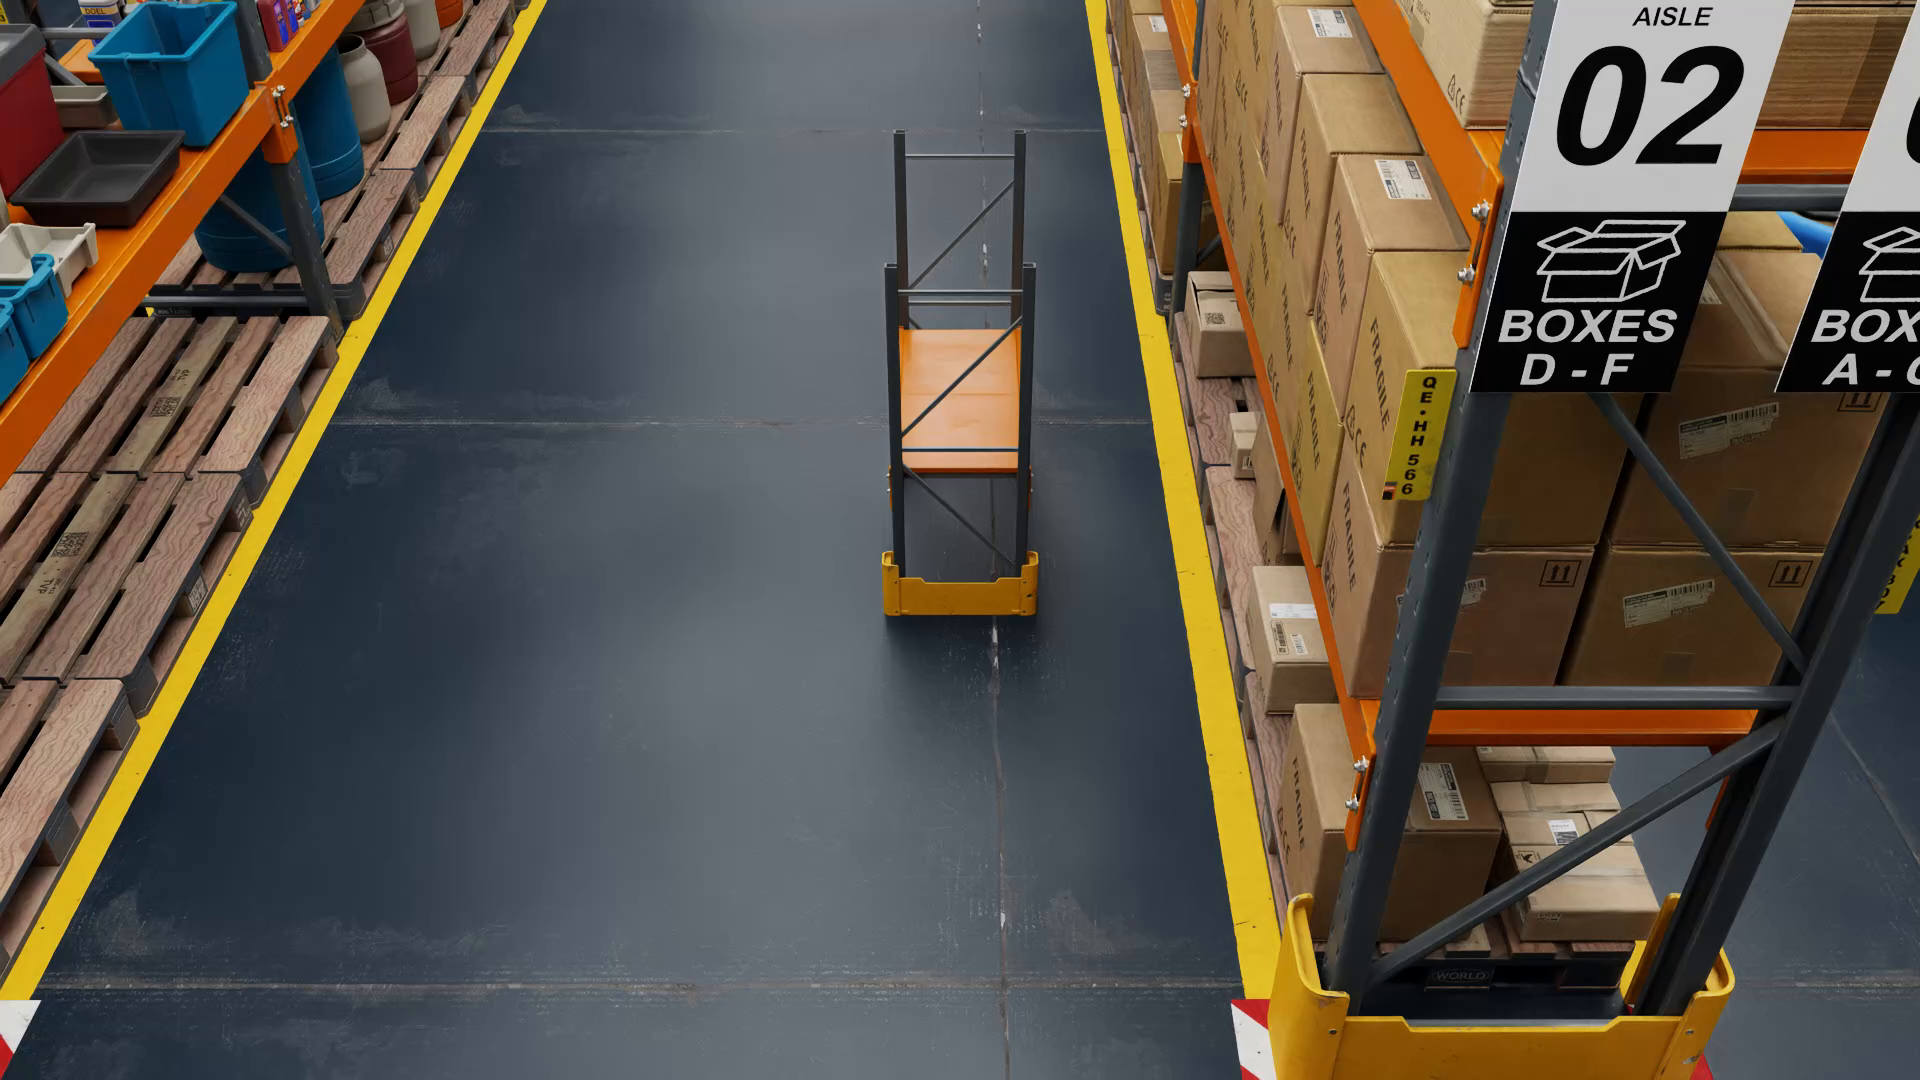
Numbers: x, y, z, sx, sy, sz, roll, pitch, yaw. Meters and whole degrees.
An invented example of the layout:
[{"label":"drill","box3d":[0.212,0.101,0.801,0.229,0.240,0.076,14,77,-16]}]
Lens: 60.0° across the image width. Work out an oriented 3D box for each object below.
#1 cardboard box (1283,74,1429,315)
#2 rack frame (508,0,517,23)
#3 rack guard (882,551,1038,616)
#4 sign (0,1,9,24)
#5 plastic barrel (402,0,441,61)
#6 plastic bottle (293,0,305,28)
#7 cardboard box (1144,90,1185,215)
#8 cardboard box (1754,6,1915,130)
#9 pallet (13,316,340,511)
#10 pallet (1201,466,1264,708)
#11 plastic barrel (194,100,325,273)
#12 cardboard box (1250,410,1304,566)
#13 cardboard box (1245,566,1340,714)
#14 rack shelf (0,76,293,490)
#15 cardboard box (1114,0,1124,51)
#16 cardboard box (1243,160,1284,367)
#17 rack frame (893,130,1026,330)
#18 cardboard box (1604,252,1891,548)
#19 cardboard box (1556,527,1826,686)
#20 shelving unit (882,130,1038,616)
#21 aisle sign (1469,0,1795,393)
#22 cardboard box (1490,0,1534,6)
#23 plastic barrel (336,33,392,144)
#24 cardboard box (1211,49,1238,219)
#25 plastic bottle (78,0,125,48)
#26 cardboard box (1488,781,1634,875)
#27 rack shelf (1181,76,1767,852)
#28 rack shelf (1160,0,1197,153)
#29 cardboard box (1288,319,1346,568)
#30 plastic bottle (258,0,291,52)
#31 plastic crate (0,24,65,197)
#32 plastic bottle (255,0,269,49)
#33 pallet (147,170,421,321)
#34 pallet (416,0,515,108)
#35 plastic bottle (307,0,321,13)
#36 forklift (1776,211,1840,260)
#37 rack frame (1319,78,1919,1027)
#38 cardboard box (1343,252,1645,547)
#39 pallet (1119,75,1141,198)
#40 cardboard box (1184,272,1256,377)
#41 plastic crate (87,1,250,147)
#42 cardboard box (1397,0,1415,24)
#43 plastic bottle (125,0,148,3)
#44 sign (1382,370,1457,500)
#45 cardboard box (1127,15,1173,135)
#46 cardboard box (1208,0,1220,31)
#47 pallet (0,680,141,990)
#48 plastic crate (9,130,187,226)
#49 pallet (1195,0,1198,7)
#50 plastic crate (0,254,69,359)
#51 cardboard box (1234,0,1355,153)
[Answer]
[{"label":"cardboard box","box3d":[1.220,-0.973,4.686,0.500,0.500,0.500,1,39,1]},{"label":"rack frame","box3d":[-3.460,-4.627,10.126,1.000,3.000,0.127,0,39,0]},{"label":"rack guard","box3d":[0.000,0.166,6.343,0.587,0.250,0.087,0,39,0]},{"label":"sign","box3d":[-4.006,-2.235,6.919,0.100,0.325,0.005,0,39,0]},{"label":"plastic barrel","box3d":[-3.353,-3.161,9.950,0.421,0.512,0.421,0,39,0]},{"label":"plastic bottle","box3d":[-3.048,-2.434,7.547,0.097,0.201,0.097,0,39,0]},{"label":"cardboard box","box3d":[1.218,-1.941,8.420,0.500,0.500,0.500,0,39,0]},{"label":"cardboard box","box3d":[1.756,-1.059,3.394,0.500,0.250,0.500,0,39,0]},{"label":"pallet","box3d":[-3.416,-0.578,7.302,1.003,0.211,1.213,0,39,0]},{"label":"pallet","box3d":[1.502,0.155,6.388,1.003,0.211,1.213,0,39,0]},{"label":"plastic barrel","box3d":[-3.439,-1.811,7.954,0.600,0.901,0.708,0,39,0]},{"label":"cardboard box","box3d":[1.505,-0.150,6.183,0.797,0.503,0.637,0,39,0]},{"label":"cardboard box","box3d":[1.284,0.342,5.772,0.500,0.250,0.500,0,39,0]},{"label":"rack shelf","box3d":[-3.453,-0.595,5.668,1.077,0.370,4.000,0,39,0]},{"label":"cardboard box","box3d":[1.214,-3.213,10.007,0.500,0.500,0.500,-1,39,-2]},{"label":"cardboard box","box3d":[1.230,-0.896,5.390,0.500,0.500,0.500,-1,39,-1]},{"label":"rack frame","box3d":[-0.001,-0.957,6.744,0.500,1.500,0.032,0,39,0]},{"label":"cardboard box","box3d":[1.766,-0.333,3.887,0.500,0.500,0.500,1,39,1]},{"label":"cardboard box","box3d":[1.766,0.058,4.200,0.500,0.500,0.500,1,39,1]},{"label":"shelving unit","box3d":[0.000,-0.633,6.340,0.587,1.500,1.083,0,39,0]},{"label":"aisle sign","box3d":[1.196,-0.597,3.018,0.394,0.787,0.004,0,39,0]},{"label":"cardboard box","box3d":[1.247,-1.254,3.238,0.500,0.250,0.500,0,39,0]},{"label":"plastic barrel","box3d":[-3.351,-2.455,9.069,0.421,0.512,0.421,0,39,0]},{"label":"cardboard box","box3d":[1.230,-1.527,6.177,0.500,0.500,0.500,1,39,1]},{"label":"plastic bottle","box3d":[-3.779,-2.324,7.350,0.152,0.276,0.135,0,39,0]},{"label":"cardboard box","box3d":[1.845,0.890,5.155,0.380,0.166,0.250,0,39,0]},{"label":"rack shelf","box3d":[1.500,-0.596,5.670,1.077,0.370,4.000,0,39,0]},{"label":"rack shelf","box3d":[1.495,-3.097,8.791,1.077,0.370,4.000,0,39,0]},{"label":"cardboard box","box3d":[1.226,-0.269,4.607,0.500,0.500,0.500,0,39,0]},{"label":"plastic bottle","box3d":[-3.029,-2.310,7.327,0.061,0.283,0.133,0,39,0]},{"label":"plastic crate","box3d":[-3.705,-1.616,6.268,0.402,0.464,0.583,0,39,0]},{"label":"plastic bottle","box3d":[-3.132,-2.352,7.326,0.144,0.351,0.185,0,39,0]},{"label":"pallet","box3d":[-3.415,-1.520,8.478,1.003,0.211,1.213,0,39,0]},{"label":"pallet","box3d":[-3.418,-3.046,10.382,1.003,0.211,1.213,0,39,0]},{"label":"plastic bottle","box3d":[-3.076,-2.596,7.690,0.152,0.276,0.135,0,39,0]},{"label":"forklift","box3d":[4.630,-2.078,6.999,3.031,2.935,1.130,-31,48,-33]},{"label":"rack frame","box3d":[1.502,0.374,3.884,1.000,3.000,0.127,0,39,0]},{"label":"cardboard box","box3d":[1.227,-0.333,3.887,0.500,0.500,0.500,0,39,0]},{"label":"pallet","box3d":[1.455,-2.312,9.467,1.003,0.211,1.213,0,39,0]},{"label":"cardboard box","box3d":[1.282,-0.987,7.381,0.500,0.311,0.500,0,39,0]},{"label":"plastic crate","box3d":[-3.114,-1.851,6.626,0.392,0.384,0.575,0,39,0]},{"label":"cardboard box","box3d":[1.249,-1.372,3.784,0.500,0.250,0.500,0,39,0]},{"label":"plastic bottle","box3d":[-3.746,-2.451,7.568,0.097,0.201,0.097,0,39,0]},{"label":"sign","box3d":[0.947,-0.213,3.439,0.100,0.325,0.005,0,39,0]},{"label":"cardboard box","box3d":[1.215,-2.573,9.209,0.500,0.500,0.500,-1,39,-2]},{"label":"cardboard box","box3d":[1.217,-2.261,6.294,0.500,0.500,0.500,1,39,1]},{"label":"pallet","box3d":[-3.413,0.948,5.398,1.003,0.211,1.213,0,39,0]},{"label":"plastic crate","box3d":[-3.186,-1.342,6.198,0.437,0.125,0.590,0,39,0]},{"label":"pallet","box3d":[1.606,-2.552,7.689,1.003,0.211,1.213,0,39,0]},{"label":"plastic crate","box3d":[-3.124,-0.748,5.371,0.416,0.233,0.300,0,39,0]},{"label":"cardboard box","box3d":[1.218,-1.617,5.490,0.500,0.500,0.500,-1,39,-1]}]
